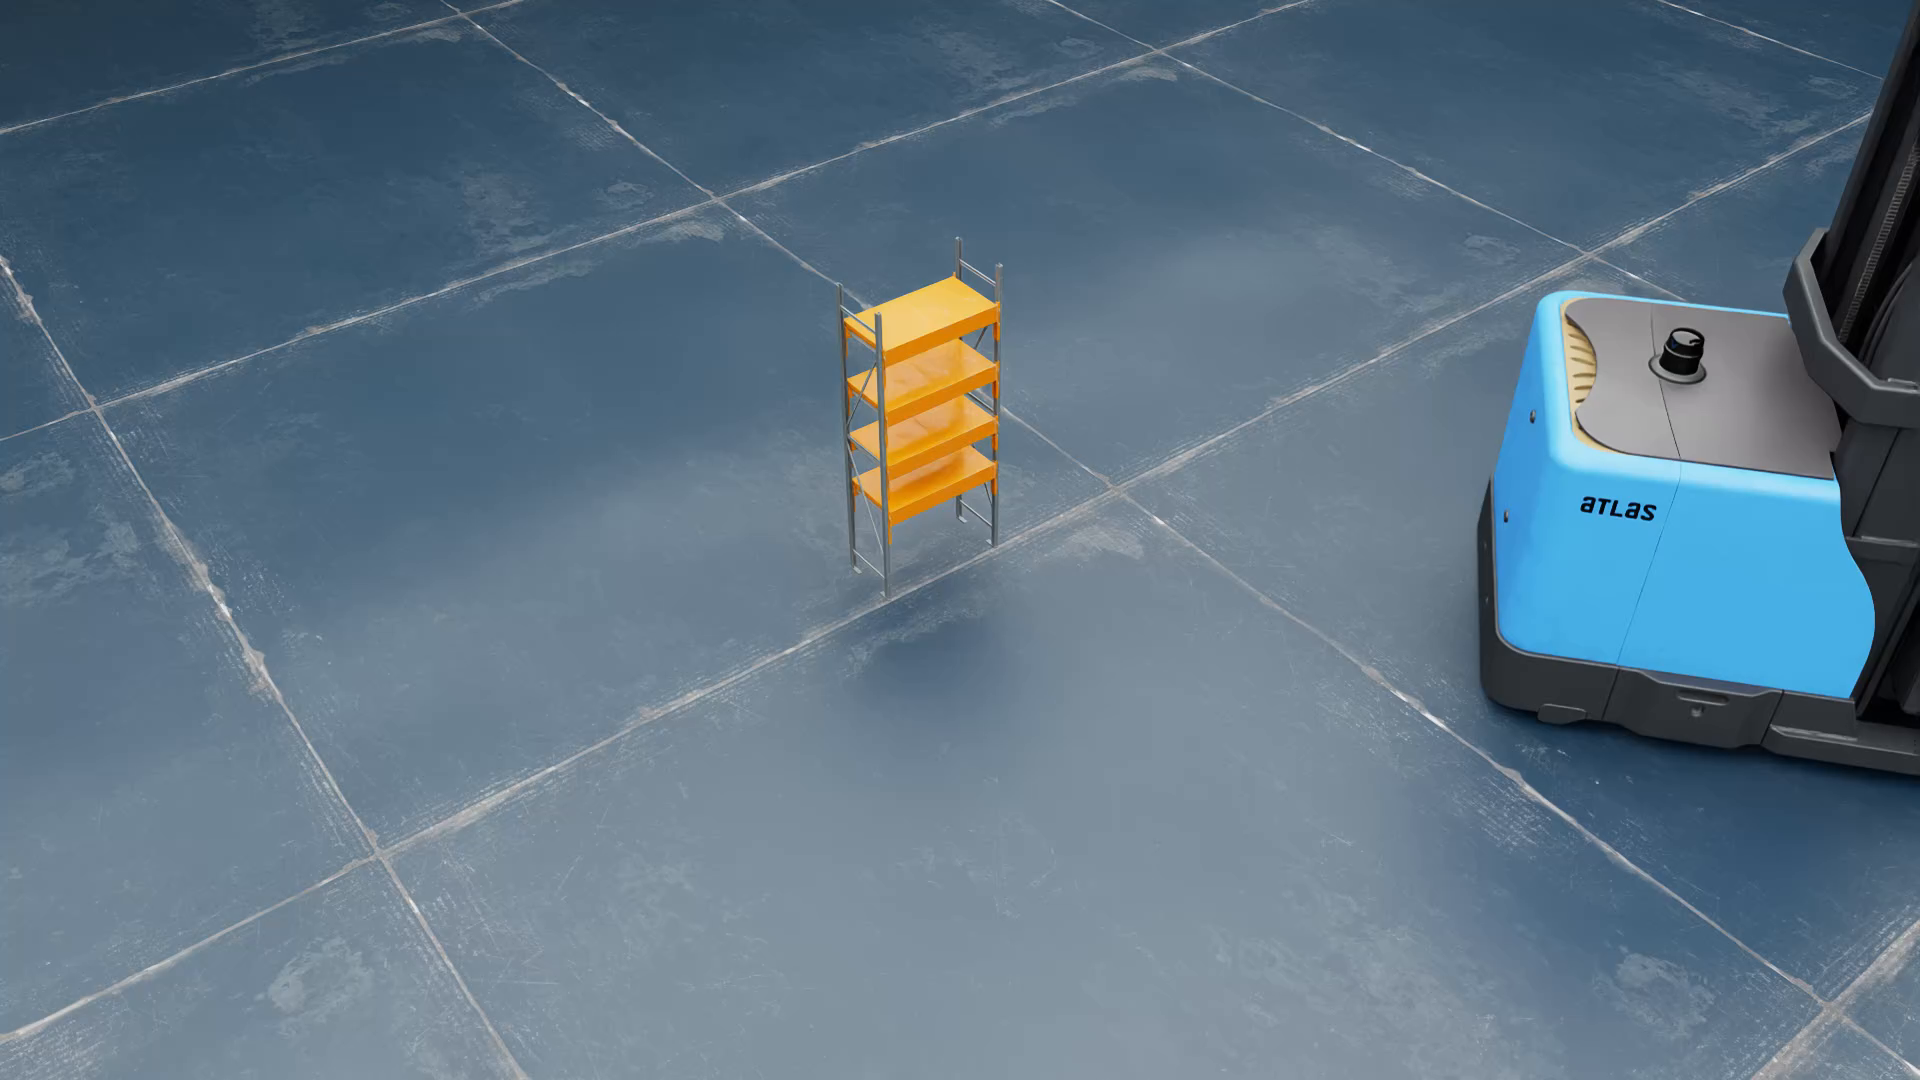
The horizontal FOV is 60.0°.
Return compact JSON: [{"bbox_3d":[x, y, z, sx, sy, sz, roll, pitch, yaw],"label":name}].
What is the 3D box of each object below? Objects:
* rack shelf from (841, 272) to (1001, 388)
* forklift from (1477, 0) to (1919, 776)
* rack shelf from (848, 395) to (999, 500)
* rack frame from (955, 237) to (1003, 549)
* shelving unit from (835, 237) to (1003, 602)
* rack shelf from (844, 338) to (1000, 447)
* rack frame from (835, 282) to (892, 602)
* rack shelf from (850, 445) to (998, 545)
[{"bbox_3d":[-0.131,-0.704,5.542,0.480,0.148,0.258,-26,46,-28],"label":"rack shelf"},{"bbox_3d":[3.312,-0.653,4.734,3.031,2.935,1.130,8,40,10],"label":"forklift"},{"bbox_3d":[-0.131,-0.348,5.834,0.480,0.148,0.258,-26,46,-28],"label":"rack shelf"},{"bbox_3d":[0.062,-0.494,5.906,0.015,1.200,0.240,-26,46,-28],"label":"rack frame"},{"bbox_3d":[-0.131,-0.400,5.791,0.503,1.200,0.258,-26,46,-28],"label":"shelving unit"},{"bbox_3d":[-0.131,-0.521,5.692,0.480,0.148,0.258,-26,46,-28],"label":"rack shelf"},{"bbox_3d":[-0.325,-0.306,5.677,0.015,1.200,0.240,-26,46,-28],"label":"rack frame"},{"bbox_3d":[-0.131,-0.194,5.960,0.480,0.148,0.258,-26,46,-28],"label":"rack shelf"}]
